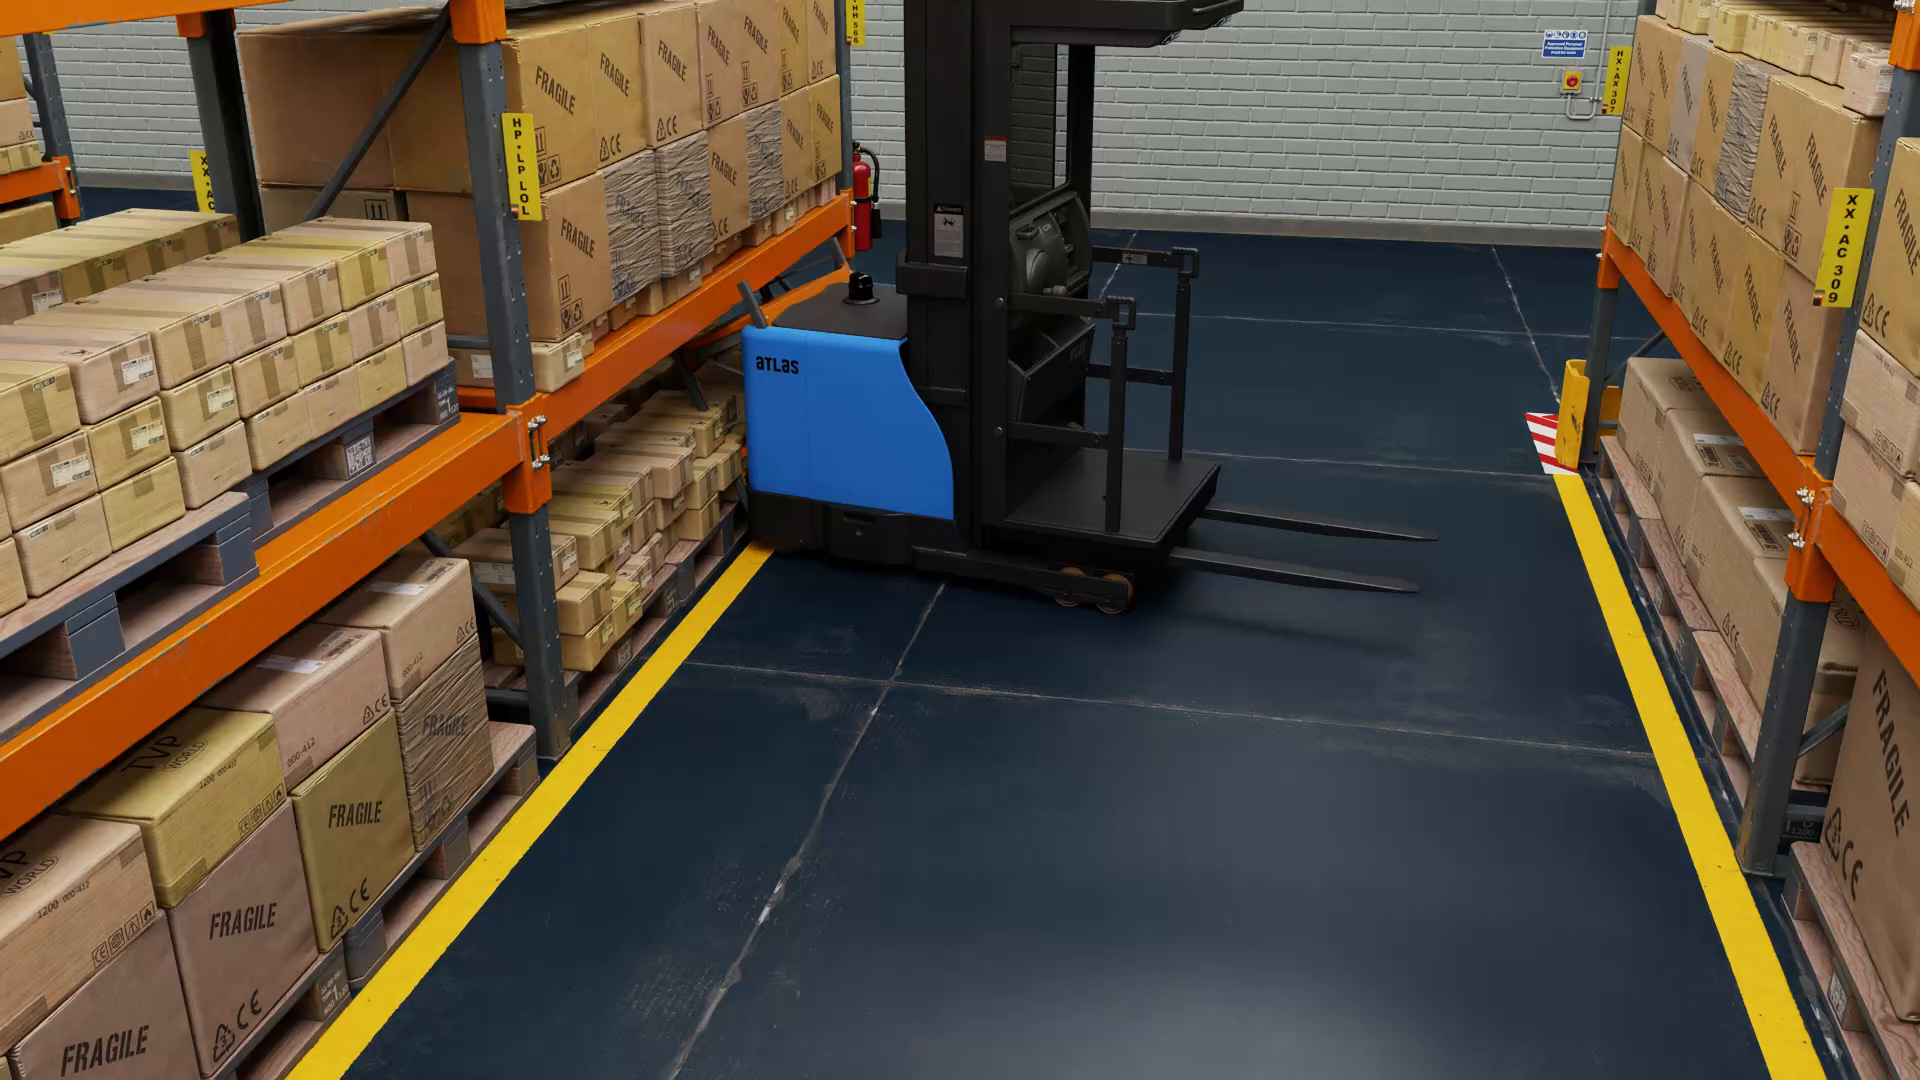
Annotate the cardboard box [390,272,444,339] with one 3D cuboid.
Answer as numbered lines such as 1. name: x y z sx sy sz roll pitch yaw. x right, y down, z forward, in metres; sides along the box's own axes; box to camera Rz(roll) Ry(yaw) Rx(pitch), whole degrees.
1. cardboard box: -1.791 -0.716 4.991 0.380 0.149 0.250 5 23 13

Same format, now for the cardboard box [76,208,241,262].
1. cardboard box: -2.433 -0.905 5.064 0.380 0.149 0.250 6 23 14

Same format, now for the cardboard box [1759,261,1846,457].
1. cardboard box: 2.808 -0.555 5.083 0.500 0.500 0.500 5 22 11

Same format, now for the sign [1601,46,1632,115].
1. sign: 3.238 -2.265 8.198 0.100 0.325 0.005 4 22 11

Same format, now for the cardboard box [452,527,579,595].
1. cardboard box: -1.630 0.081 6.094 0.380 0.149 0.250 5 23 13

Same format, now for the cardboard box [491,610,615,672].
1. cardboard box: -1.514 0.359 6.201 0.380 0.149 0.250 3 22 9

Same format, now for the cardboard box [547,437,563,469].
1. cardboard box: -1.934 -0.341 7.144 0.380 0.149 0.250 3 22 8

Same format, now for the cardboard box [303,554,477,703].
1. cardboard box: -1.807 0.248 5.001 0.500 0.250 0.500 4 22 9

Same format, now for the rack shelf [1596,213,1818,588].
1. rack shelf: 3.372 -0.717 6.583 1.077 0.370 4.000 4 22 11

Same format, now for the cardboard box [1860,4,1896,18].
1. cardboard box: 3.696 -1.976 6.405 0.380 0.149 0.250 5 22 12

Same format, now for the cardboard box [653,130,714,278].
1. cardboard box: -1.323 -1.369 6.706 0.500 0.500 0.500 4 22 10

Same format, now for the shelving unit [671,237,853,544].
1. shelving unit: -0.763 -0.736 7.929 0.538 1.125 1.048 -19 13 25

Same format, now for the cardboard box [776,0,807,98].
1. cardboard box: -1.040 -2.399 7.926 0.500 0.500 0.500 4 22 9

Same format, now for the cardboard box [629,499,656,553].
1. cardboard box: -1.479 -0.068 6.864 0.380 0.149 0.250 3 22 8

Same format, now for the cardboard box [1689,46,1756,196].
1. cardboard box: 3.106 -1.578 6.284 0.500 0.500 0.500 5 22 11

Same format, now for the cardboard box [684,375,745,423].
1. cardboard box: -1.098 -0.674 7.970 0.380 0.149 0.250 5 23 13

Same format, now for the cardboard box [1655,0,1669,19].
1. cardboard box: 3.437 -2.485 7.668 0.380 0.149 0.250 5 22 12

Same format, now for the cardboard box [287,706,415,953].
1. cardboard box: -1.912 0.782 4.680 0.500 0.500 0.500 4 22 10

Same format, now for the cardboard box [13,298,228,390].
1. cardboard box: -2.009 -0.474 3.994 0.380 0.149 0.250 4 22 9

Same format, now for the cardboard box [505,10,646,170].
1. cardboard box: -1.481 -1.645 6.053 0.500 0.500 0.500 4 22 9

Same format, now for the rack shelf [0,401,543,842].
1. rack shelf: -2.311 0.405 3.796 1.077 0.370 4.000 4 22 11

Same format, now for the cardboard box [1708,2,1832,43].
1. cardboard box: 3.157 -2.012 6.493 0.380 0.149 0.250 5 22 11

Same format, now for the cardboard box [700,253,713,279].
1. cardboard box: -1.294 -1.209 7.177 0.380 0.149 0.250 5 23 13

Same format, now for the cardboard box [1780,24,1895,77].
1. cardboard box: 2.986 -1.634 5.556 0.380 0.149 0.250 4 22 11

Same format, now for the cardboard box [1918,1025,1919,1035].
1. cardboard box: 2.739 1.035 3.551 0.875 0.875 0.875 5 22 12

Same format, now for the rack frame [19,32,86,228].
1. rack frame: -5.921 -2.538 10.140 1.000 3.000 0.127 4 22 11

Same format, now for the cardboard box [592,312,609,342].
1. cardboard box: -1.542 -0.824 6.220 0.380 0.149 0.250 3 22 9

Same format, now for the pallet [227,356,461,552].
1. pallet: -2.201 -0.303 4.847 1.003 0.211 1.213 4 22 11

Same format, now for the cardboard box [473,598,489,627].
1. cardboard box: -2.021 0.210 6.572 0.380 0.149 0.250 5 22 12

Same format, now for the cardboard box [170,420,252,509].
1. cardboard box: -1.998 -0.198 4.104 0.380 0.149 0.250 3 22 9

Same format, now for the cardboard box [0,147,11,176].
1. cardboard box: -5.723 -2.171 9.565 0.380 0.149 0.250 5 22 11

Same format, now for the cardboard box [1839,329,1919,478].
1. cardboard box: 2.598 -0.343 4.221 0.500 0.250 0.500 4 22 9

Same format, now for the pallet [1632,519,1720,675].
1. pallet: 3.442 0.254 6.940 1.003 0.211 1.213 4 22 11

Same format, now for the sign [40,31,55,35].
1. sign: -5.393 -3.139 9.764 0.100 0.325 0.005 4 22 11

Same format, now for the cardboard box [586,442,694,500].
1. cardboard box: -1.349 -0.295 7.029 0.380 0.149 0.250 5 22 12

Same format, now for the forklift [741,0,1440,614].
1. forklift: 0.581 -1.271 7.086 3.031 2.935 1.130 9 24 20

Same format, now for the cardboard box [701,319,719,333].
1. cardboard box: -1.526 -1.106 9.041 0.380 0.149 0.250 3 22 8

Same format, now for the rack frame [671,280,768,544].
1. rack frame: -0.924 -0.560 7.481 0.500 1.125 0.032 -19 13 25

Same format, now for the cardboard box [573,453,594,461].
1. cardboard box: -1.815 -0.284 7.401 0.380 0.149 0.250 3 22 8

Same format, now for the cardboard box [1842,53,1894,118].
1. cardboard box: 2.715 -1.268 4.645 0.380 0.149 0.250 4 22 10

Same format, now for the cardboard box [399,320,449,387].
1. cardboard box: -1.790 -0.578 5.048 0.380 0.149 0.250 4 22 10

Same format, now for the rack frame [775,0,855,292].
1. rack frame: -1.086 -2.123 9.110 1.000 3.000 0.127 4 22 11

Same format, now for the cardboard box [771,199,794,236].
1. cardboard box: -1.029 -1.590 8.122 0.380 0.149 0.250 5 22 12

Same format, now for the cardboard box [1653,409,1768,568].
1. cardboard box: 3.565 -0.205 7.214 0.875 0.438 0.875 5 22 12

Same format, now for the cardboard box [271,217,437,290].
1. cardboard box: -1.793 -0.853 4.933 0.380 0.149 0.250 5 23 13

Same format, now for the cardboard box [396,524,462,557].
1. cardboard box: -2.085 0.042 6.193 0.380 0.149 0.250 5 22 12

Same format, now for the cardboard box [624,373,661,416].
1. cardboard box: -1.677 -0.715 8.073 0.380 0.149 0.250 5 23 13

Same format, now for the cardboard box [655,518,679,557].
1. cardboard box: -1.436 -0.031 7.169 0.380 0.149 0.250 4 22 9

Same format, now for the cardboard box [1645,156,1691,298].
1. cardboard box: 3.204 -1.303 6.941 0.500 0.500 0.500 4 22 11

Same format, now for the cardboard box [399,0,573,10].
1. cardboard box: -1.853 -1.876 6.627 0.500 0.500 0.500 5 22 12

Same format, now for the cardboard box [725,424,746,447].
1. cardboard box: -1.183 -0.446 7.801 0.380 0.149 0.250 6 23 14

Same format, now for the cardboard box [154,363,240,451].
1. cardboard box: -2.002 -0.333 4.042 0.380 0.149 0.250 3 22 8

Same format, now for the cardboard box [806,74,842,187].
1. cardboard box: -0.926 -2.123 8.579 0.500 0.500 0.500 5 22 12
